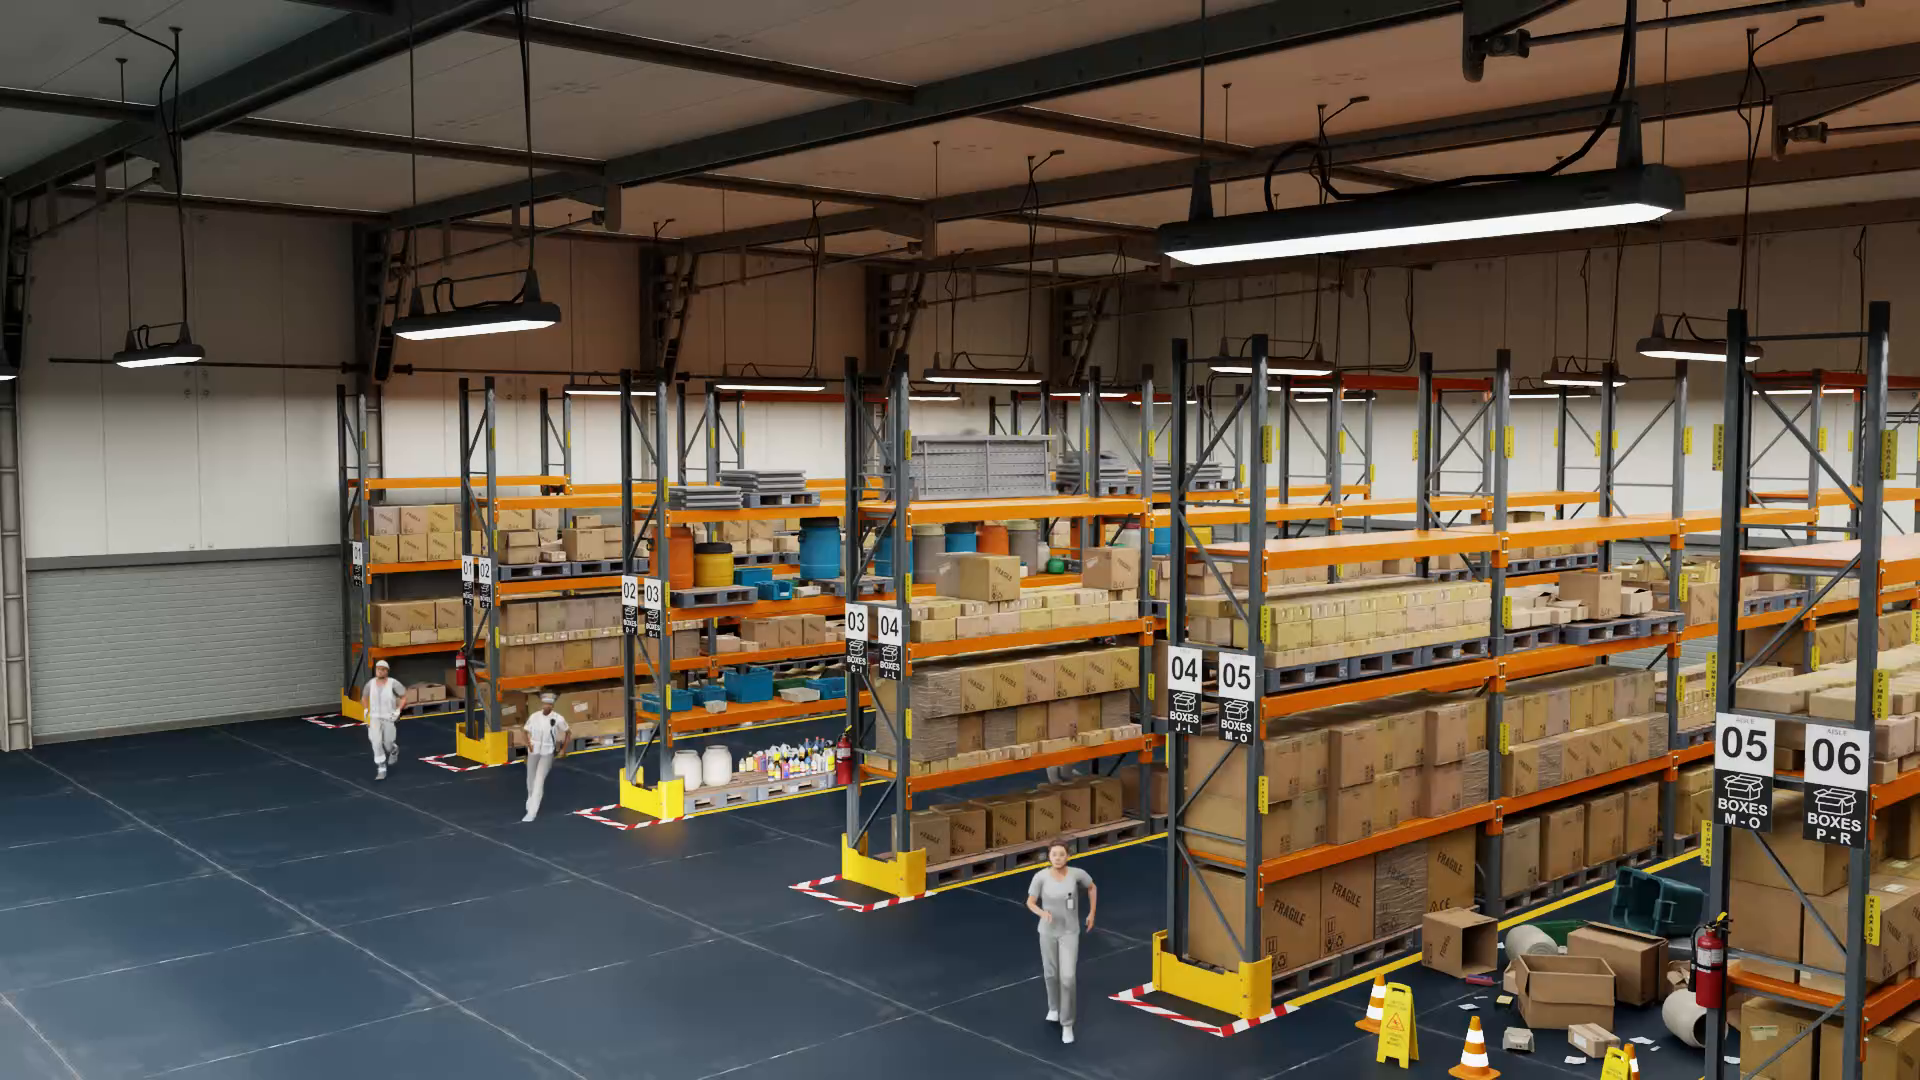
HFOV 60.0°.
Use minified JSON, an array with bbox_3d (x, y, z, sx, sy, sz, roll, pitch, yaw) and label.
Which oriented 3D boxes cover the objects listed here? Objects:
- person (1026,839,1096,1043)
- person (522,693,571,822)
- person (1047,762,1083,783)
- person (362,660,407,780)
[{"bbox_3d":[0.866,3.412,14.231,0.579,1.738,0.734,0,4,7],"label":"person"},{"bbox_3d":[-5.556,2.867,22.260,0.664,1.666,0.831,0,4,-1],"label":"person"},{"bbox_3d":[1.450,2.789,22.889,0.774,1.770,0.671,-3,5,-42],"label":"person"},{"bbox_3d":[-8.608,2.661,24.848,0.675,1.749,0.714,0,4,-5],"label":"person"}]
